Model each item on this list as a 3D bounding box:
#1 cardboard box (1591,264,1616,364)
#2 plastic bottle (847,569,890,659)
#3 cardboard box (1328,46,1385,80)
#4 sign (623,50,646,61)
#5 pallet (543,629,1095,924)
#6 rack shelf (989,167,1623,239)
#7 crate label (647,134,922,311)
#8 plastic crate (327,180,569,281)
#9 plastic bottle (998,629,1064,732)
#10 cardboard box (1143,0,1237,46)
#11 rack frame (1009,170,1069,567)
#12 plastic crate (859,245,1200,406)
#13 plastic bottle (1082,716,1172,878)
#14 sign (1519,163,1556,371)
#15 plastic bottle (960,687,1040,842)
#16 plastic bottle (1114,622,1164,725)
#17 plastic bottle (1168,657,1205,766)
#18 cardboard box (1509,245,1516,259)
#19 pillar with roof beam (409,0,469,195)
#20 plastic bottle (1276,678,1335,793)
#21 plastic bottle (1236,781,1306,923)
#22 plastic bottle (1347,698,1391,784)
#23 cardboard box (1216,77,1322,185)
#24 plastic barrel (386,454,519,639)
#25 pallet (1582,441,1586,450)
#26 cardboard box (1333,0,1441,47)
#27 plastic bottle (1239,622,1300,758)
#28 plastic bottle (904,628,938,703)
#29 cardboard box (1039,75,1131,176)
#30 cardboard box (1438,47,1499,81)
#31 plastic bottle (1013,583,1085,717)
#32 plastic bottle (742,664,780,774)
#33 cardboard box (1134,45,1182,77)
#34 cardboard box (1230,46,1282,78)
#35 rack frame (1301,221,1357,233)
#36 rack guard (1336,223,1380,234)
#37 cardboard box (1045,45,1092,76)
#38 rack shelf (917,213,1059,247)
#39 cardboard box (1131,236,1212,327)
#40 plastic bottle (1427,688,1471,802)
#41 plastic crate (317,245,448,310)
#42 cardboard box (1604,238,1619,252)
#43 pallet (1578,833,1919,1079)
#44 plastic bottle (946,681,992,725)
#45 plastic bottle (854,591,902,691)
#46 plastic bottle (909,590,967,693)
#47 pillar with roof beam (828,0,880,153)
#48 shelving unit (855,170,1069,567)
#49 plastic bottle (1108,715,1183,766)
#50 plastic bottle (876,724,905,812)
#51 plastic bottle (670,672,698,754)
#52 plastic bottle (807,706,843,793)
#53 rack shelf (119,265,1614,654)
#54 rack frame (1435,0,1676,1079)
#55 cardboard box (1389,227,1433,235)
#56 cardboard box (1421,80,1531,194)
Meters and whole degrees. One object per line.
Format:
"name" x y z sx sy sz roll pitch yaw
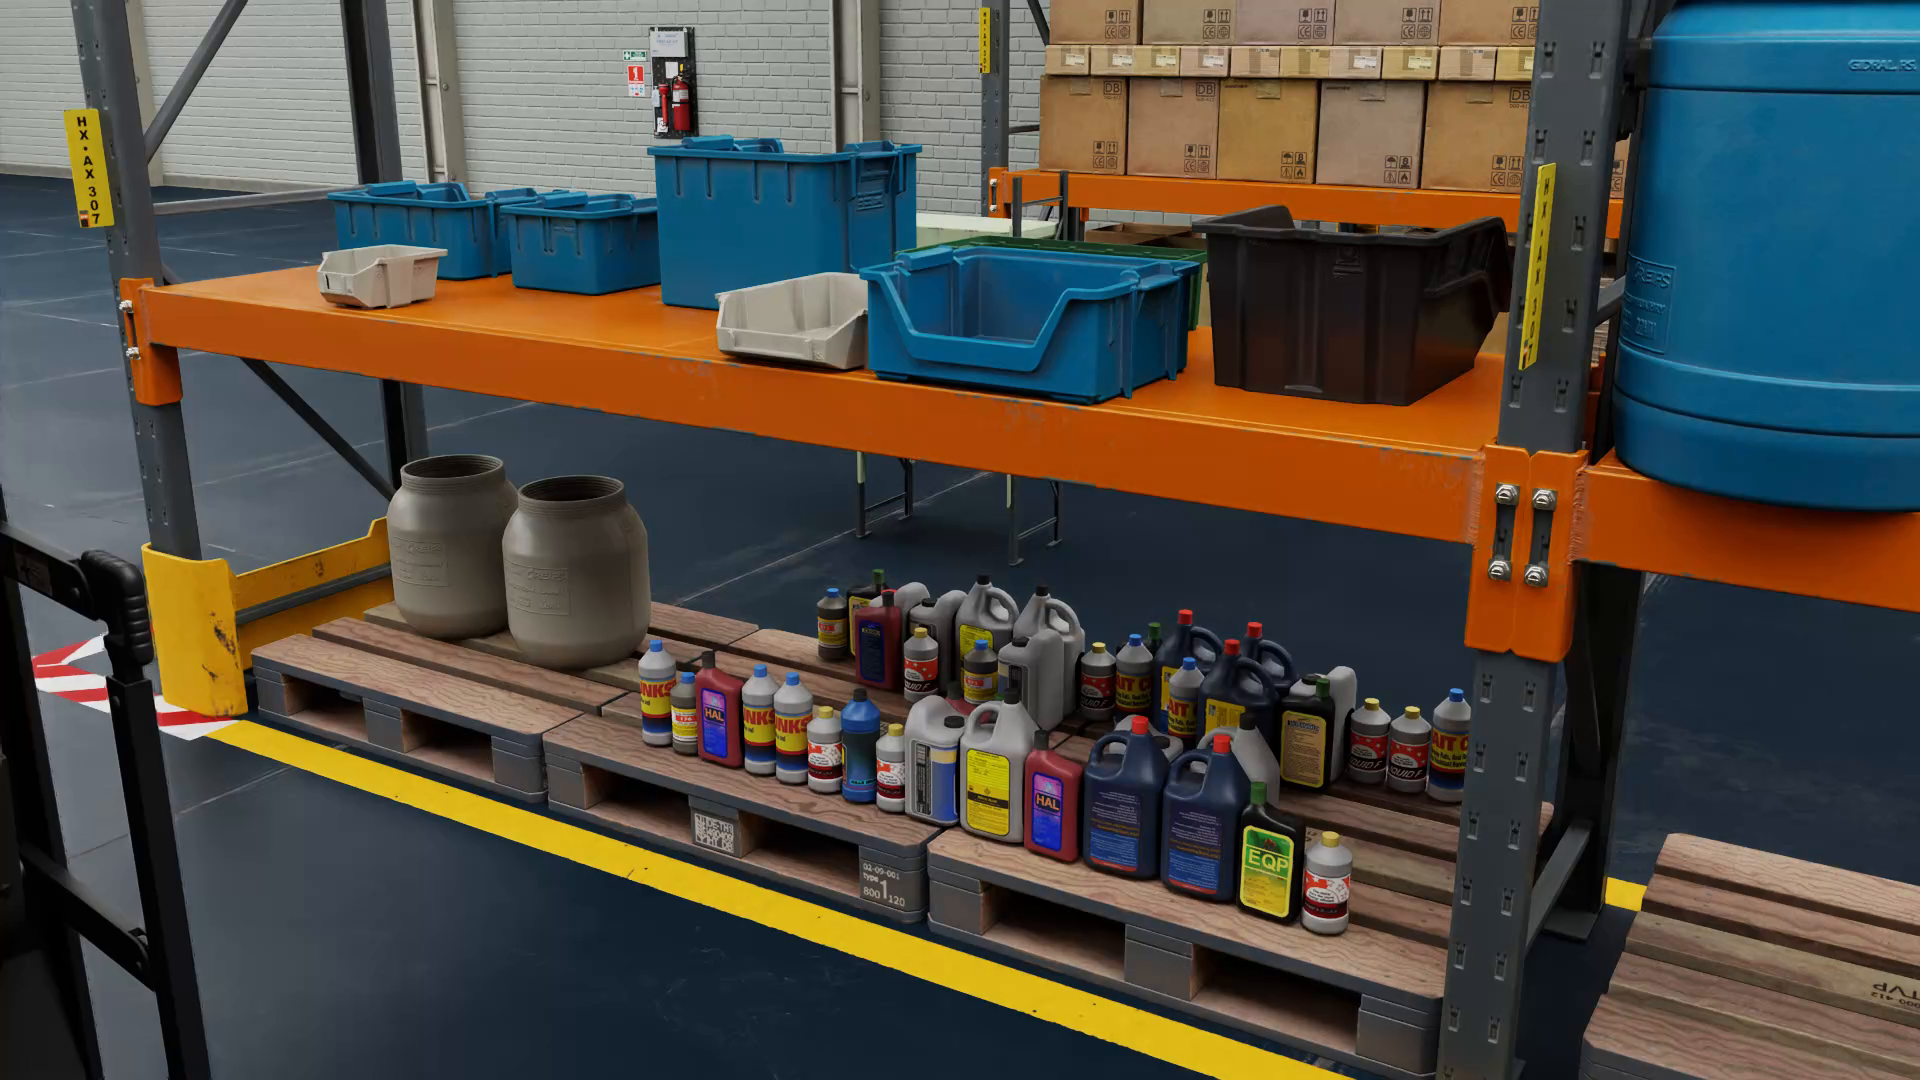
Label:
"cardboard box" 2.902 -1.011 7.768 0.500 0.500 0.500 10 20 30
"plastic bottle" -0.269 0.219 4.915 0.133 0.283 0.061 11 20 31
"cardboard box" 1.954 -2.291 7.976 0.250 0.149 0.380 10 20 31
"sign" -3.555 -5.291 18.165 0.331 0.109 0.001 10 20 30
"pallet" -0.358 0.591 4.573 1.213 0.211 1.003 10 20 30
"rack shelf" 2.128 -1.632 8.330 4.000 0.370 1.077 10 20 30
"crate label" -0.462 -0.858 4.484 0.616 0.435 0.502 10 20 30
"plastic crate" -1.589 -0.981 5.205 0.616 0.251 0.499 10 20 30
"plastic bottle" 0.187 0.369 4.436 0.135 0.276 0.152 10 20 30
"cardboard box" 1.311 -2.788 8.494 0.500 0.500 0.700 10 19 29
"rack frame" 0.306 -0.663 6.483 0.023 1.500 0.400 10 20 30
"plastic crate" 0.151 -0.476 3.542 0.616 0.251 0.499 10 20 30
"plastic bottle" 0.373 0.556 3.692 0.185 0.351 0.144 9 19 27
"sign" 0.939 -0.444 2.704 0.005 0.325 0.100 10 20 30
"plastic bottle" 0.098 0.506 3.854 0.185 0.351 0.144 10 20 30
"plastic bottle" 0.486 0.354 4.472 0.133 0.283 0.061 11 20 32
"plastic bottle" 0.579 0.432 4.237 0.097 0.271 0.097 0 17 0
"cardboard box" 2.748 -1.216 8.442 0.500 0.500 0.500 10 20 30
"pillar with roof beam" -8.417 -7.245 15.250 0.400 9.000 9.100 10 20 30
"plastic bottle" 0.849 0.471 4.088 0.133 0.283 0.061 10 20 30
"plastic bottle" 0.654 0.652 3.490 0.133 0.283 0.061 11 20 33
"plastic bottle" 1.021 0.495 4.149 0.097 0.201 0.097 0 17 0
"cardboard box" 1.685 -2.098 8.456 0.500 0.500 0.700 10 20 30
"plastic barrel" -1.571 0.017 5.224 0.421 0.512 0.421 0 17 0
"pallet" 3.176 -0.469 8.062 1.213 0.211 1.003 10 20 30
"cardboard box" 2.167 -2.635 7.992 0.500 0.500 0.700 10 20 30
"plastic bottle" 0.766 0.386 4.251 0.185 0.351 0.144 11 20 32
"plastic bottle" -0.108 0.345 4.642 0.097 0.201 0.097 0 17 0
"cardboard box" 0.814 -2.254 8.968 0.500 0.500 0.700 10 20 30
"cardboard box" 2.407 -2.212 7.714 0.250 0.149 0.380 11 20 32
"plastic bottle" 0.243 0.292 4.558 0.185 0.351 0.144 10 20 30
"plastic bottle" -0.498 0.446 4.189 0.097 0.271 0.097 0 17 0
"cardboard box" 1.083 -2.448 8.490 0.250 0.149 0.380 10 20 30
"cardboard box" 1.526 -2.369 8.231 0.250 0.149 0.380 9 19 28
"rack frame" 3.013 -3.508 13.268 0.127 3.000 1.000 10 20 30
"rack guard" 3.077 -2.300 13.593 0.348 0.500 1.175 10 20 30
"cardboard box" 0.645 -2.525 8.746 0.250 0.149 0.380 10 20 30
"rack shelf" -0.006 -1.092 6.553 0.720 0.370 0.431 10 20 30
"cardboard box" 1.191 -1.312 8.758 0.500 0.500 0.500 10 20 30
"plastic bottle" 1.194 0.492 4.037 0.097 0.271 0.097 0 17 0
"plastic crate" -1.578 -0.712 4.518 0.250 0.136 0.298 10 20 30
"cardboard box" 4.640 -2.184 12.454 0.500 0.500 0.700 9 19 27
"pallet" 1.926 0.998 3.231 1.213 0.211 1.003 10 20 30
"plastic bottle" 0.017 0.487 4.035 0.133 0.283 0.061 10 20 30
"plastic bottle" -0.233 0.277 4.723 0.133 0.283 0.061 10 20 30
"plastic bottle" -0.059 0.276 4.742 0.135 0.276 0.152 10 19 29
"pillar with roof beam" -3.304 -6.332 12.245 0.400 9.000 9.100 10 20 30
"shelving unit" -0.006 -0.719 6.667 0.755 1.500 0.431 10 20 30
"plastic bottle" 0.429 0.551 3.836 0.135 0.276 0.152 10 20 30
"plastic bottle" -0.153 0.541 3.997 0.097 0.201 0.097 0 17 0
"plastic bottle" -0.702 0.443 4.319 0.097 0.201 0.097 0 17 0
"plastic bottle" -0.329 0.510 4.100 0.097 0.201 0.097 0 17 0
"rack shelf" -0.468 -0.406 4.293 4.000 0.370 1.077 10 20 30
"rack frame" 1.236 -0.446 3.187 0.127 3.000 1.000 10 20 30
"cardboard box" 3.555 -2.304 13.175 0.500 0.311 0.500 8 19 24
"cardboard box" 2.572 -1.942 7.940 0.500 0.500 0.700 10 20 31
